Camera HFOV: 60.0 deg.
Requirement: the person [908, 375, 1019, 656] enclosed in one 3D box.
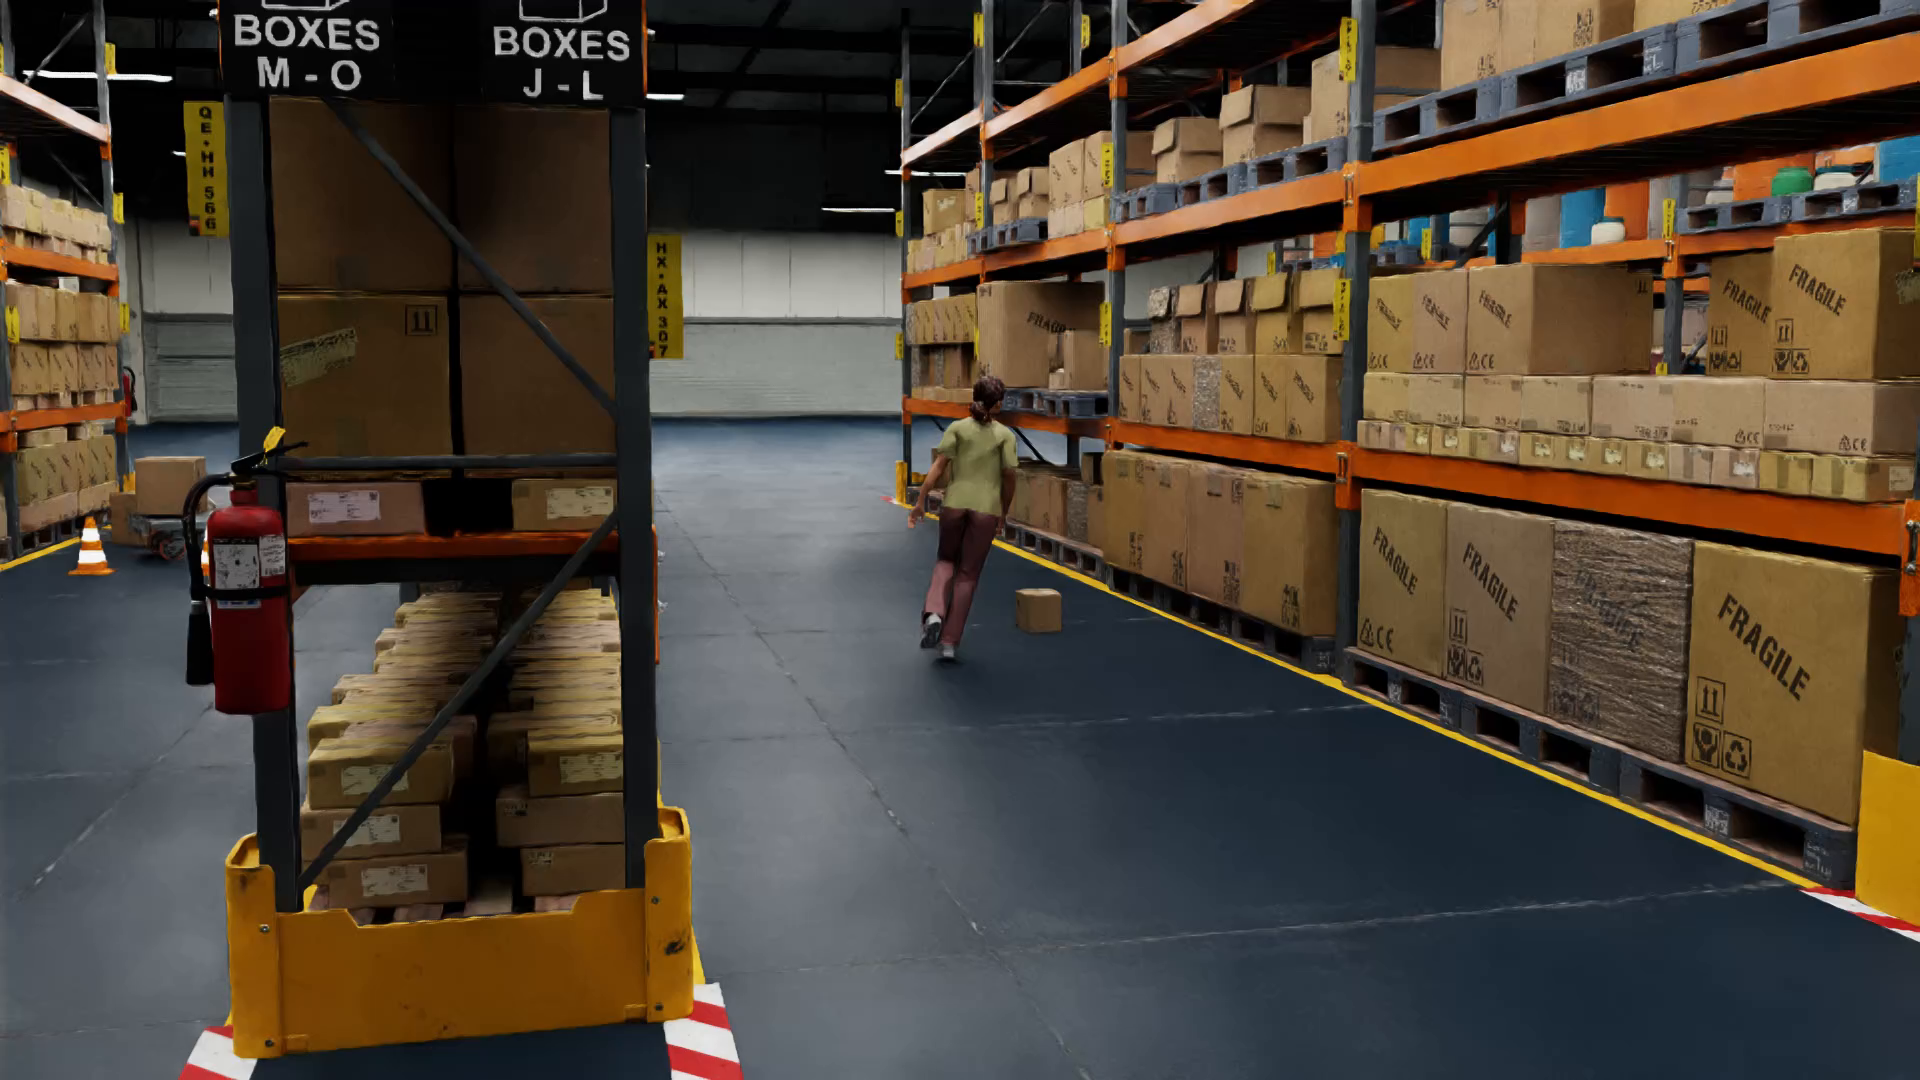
[{"bbox_3d":[0.028,-0.138,9.771,0.638,1.649,0.457,1,6,11],"label":"person"}]
